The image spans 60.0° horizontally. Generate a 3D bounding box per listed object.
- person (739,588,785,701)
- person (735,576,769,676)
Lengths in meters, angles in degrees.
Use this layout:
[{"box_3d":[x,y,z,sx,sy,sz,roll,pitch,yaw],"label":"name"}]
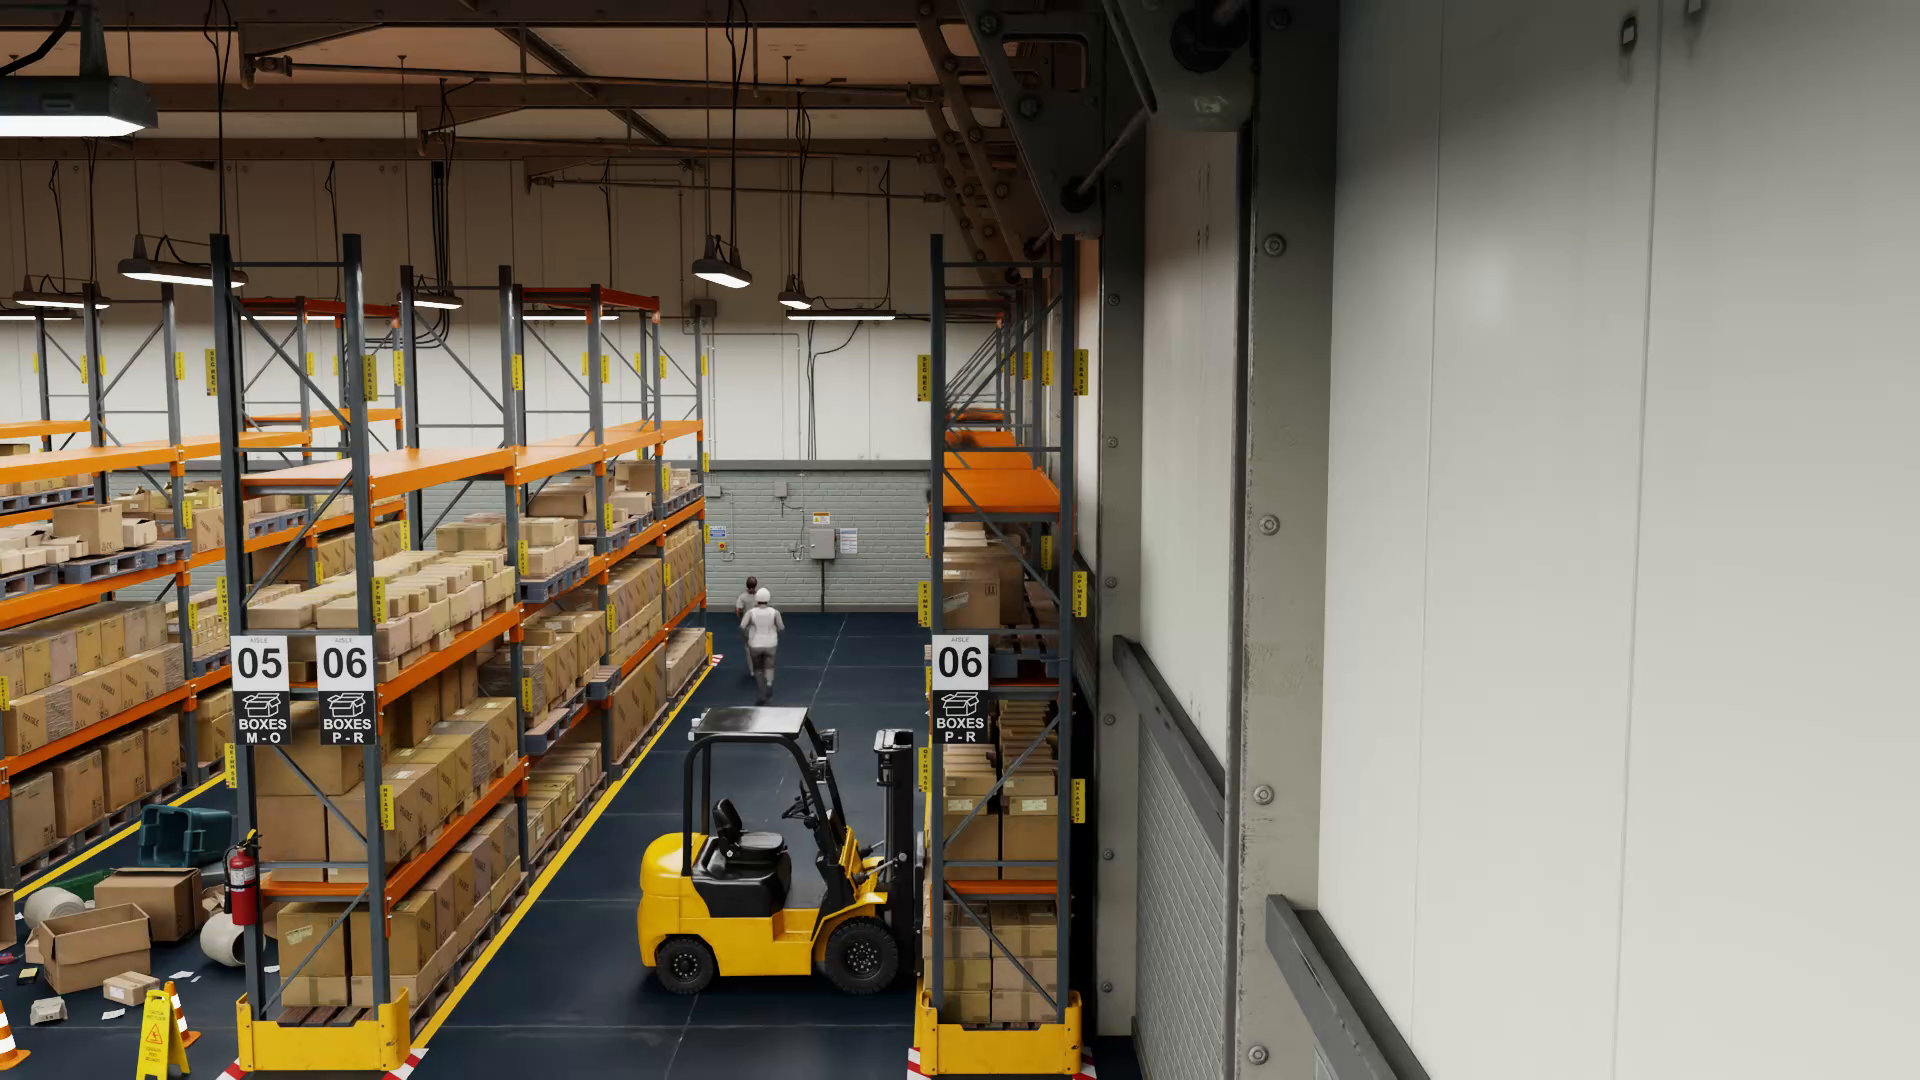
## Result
[{"box_3d":[-2.937,1.585,24.735,0.672,1.758,0.809,-1,6,-6],"label":"person"},{"box_3d":[-3.359,1.395,26.936,0.568,1.623,0.568,-1,6,-10],"label":"person"}]
